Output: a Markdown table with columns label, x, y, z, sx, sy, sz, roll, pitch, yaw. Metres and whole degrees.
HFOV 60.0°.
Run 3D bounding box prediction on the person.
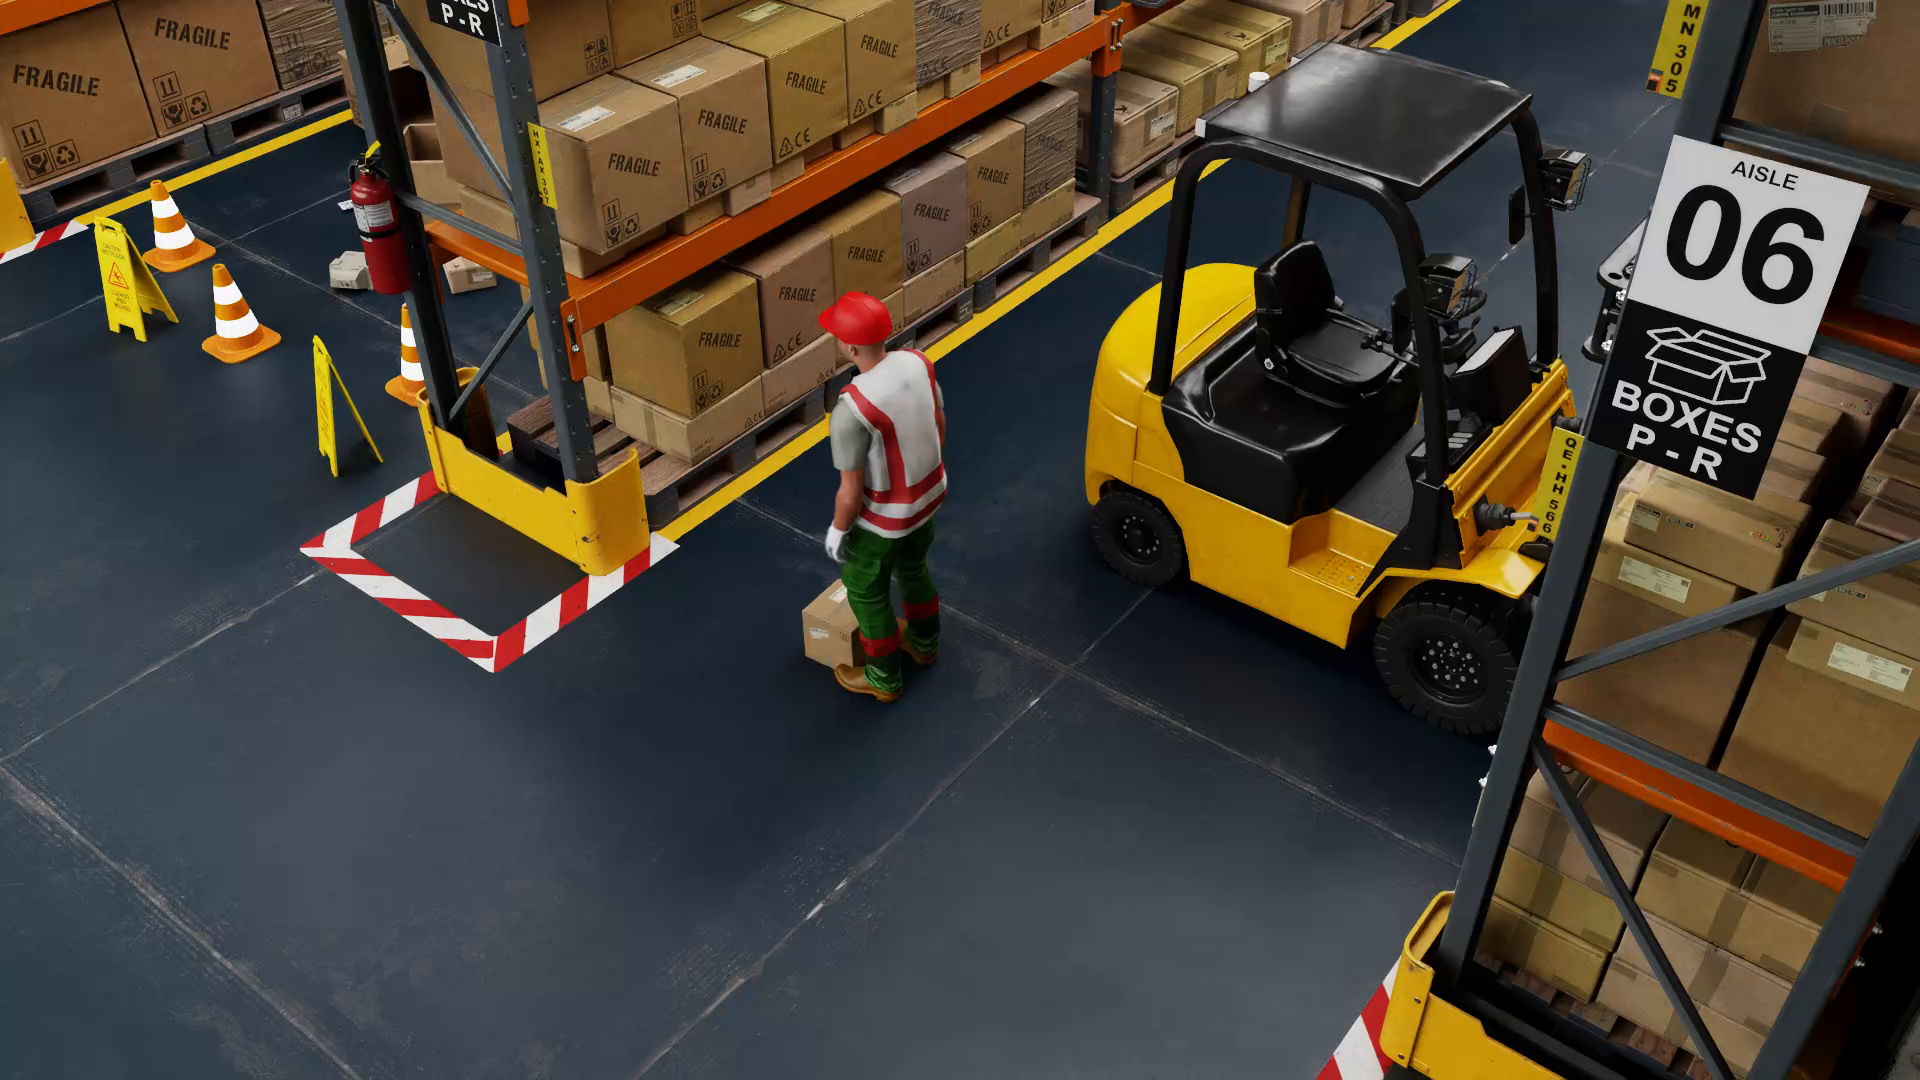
| label | x | y | z | sx | sy | sz | roll | pitch | yaw |
| --- | --- | --- | --- | --- | --- | --- | --- | --- | --- |
| person | -0.289 | -0.146 | 6.326 | 0.453 | 1.778 | 0.606 | 26 | 45 | 28 |
